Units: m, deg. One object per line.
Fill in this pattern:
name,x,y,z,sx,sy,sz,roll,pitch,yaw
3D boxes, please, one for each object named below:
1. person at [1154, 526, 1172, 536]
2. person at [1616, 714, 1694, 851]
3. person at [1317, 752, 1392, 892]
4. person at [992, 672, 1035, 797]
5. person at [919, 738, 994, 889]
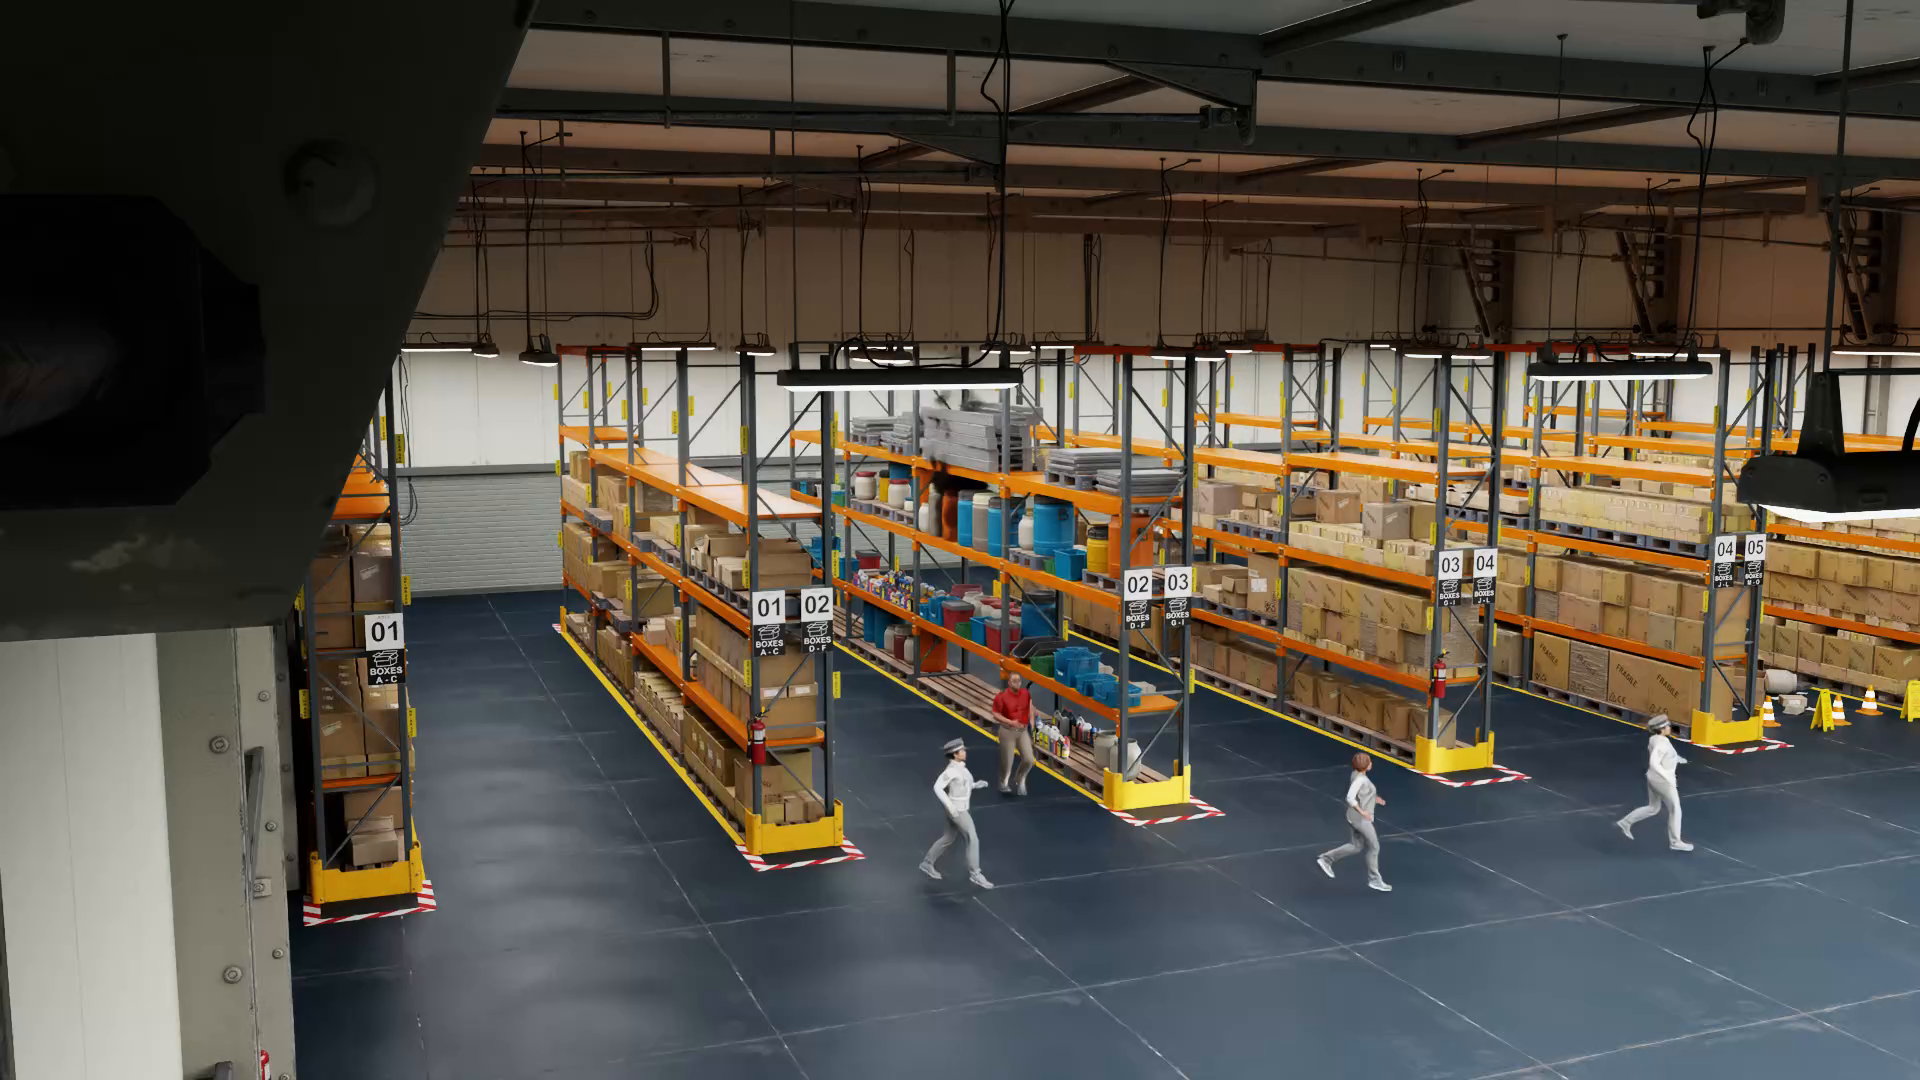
person,4.890,0.284,41.044,0.522,1.707,0.754,-5,9,-34
person,8.492,2.932,20.190,0.878,1.670,0.622,1,7,5
person,4.472,3.175,18.748,0.847,1.599,0.542,0,7,0
person,0.763,2.653,22.472,0.693,1.760,0.702,-3,8,-25
person,-0.046,3.089,18.870,0.857,1.725,0.593,0,7,0
